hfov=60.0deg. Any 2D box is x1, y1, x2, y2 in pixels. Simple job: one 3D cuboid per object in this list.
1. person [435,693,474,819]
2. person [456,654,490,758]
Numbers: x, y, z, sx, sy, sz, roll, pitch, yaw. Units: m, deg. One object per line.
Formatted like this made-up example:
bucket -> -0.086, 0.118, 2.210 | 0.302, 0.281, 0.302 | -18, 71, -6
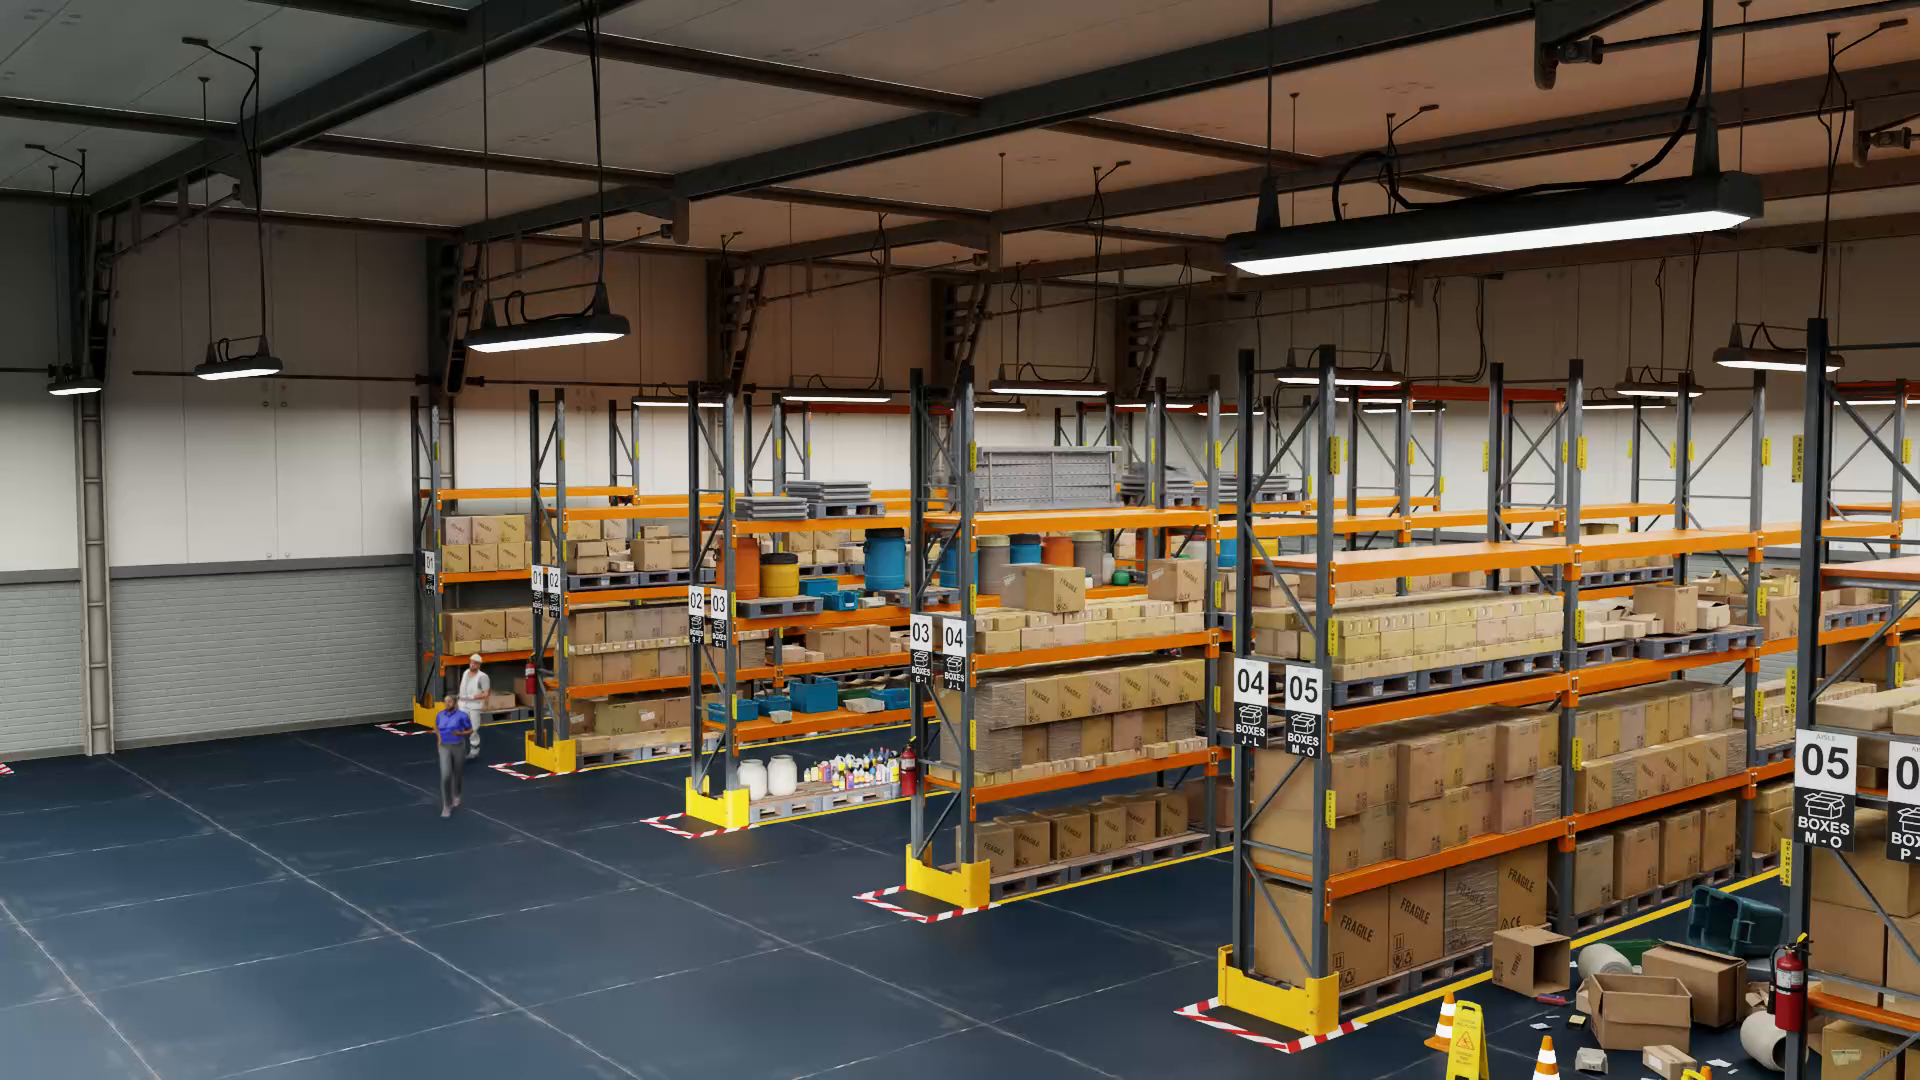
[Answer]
person -> -7.050, 2.986, 23.181 | 0.553, 1.700, 0.782 | -1, 3, -10
person -> -7.784, 2.720, 26.603 | 0.655, 1.821, 0.727 | 1, 3, 12
